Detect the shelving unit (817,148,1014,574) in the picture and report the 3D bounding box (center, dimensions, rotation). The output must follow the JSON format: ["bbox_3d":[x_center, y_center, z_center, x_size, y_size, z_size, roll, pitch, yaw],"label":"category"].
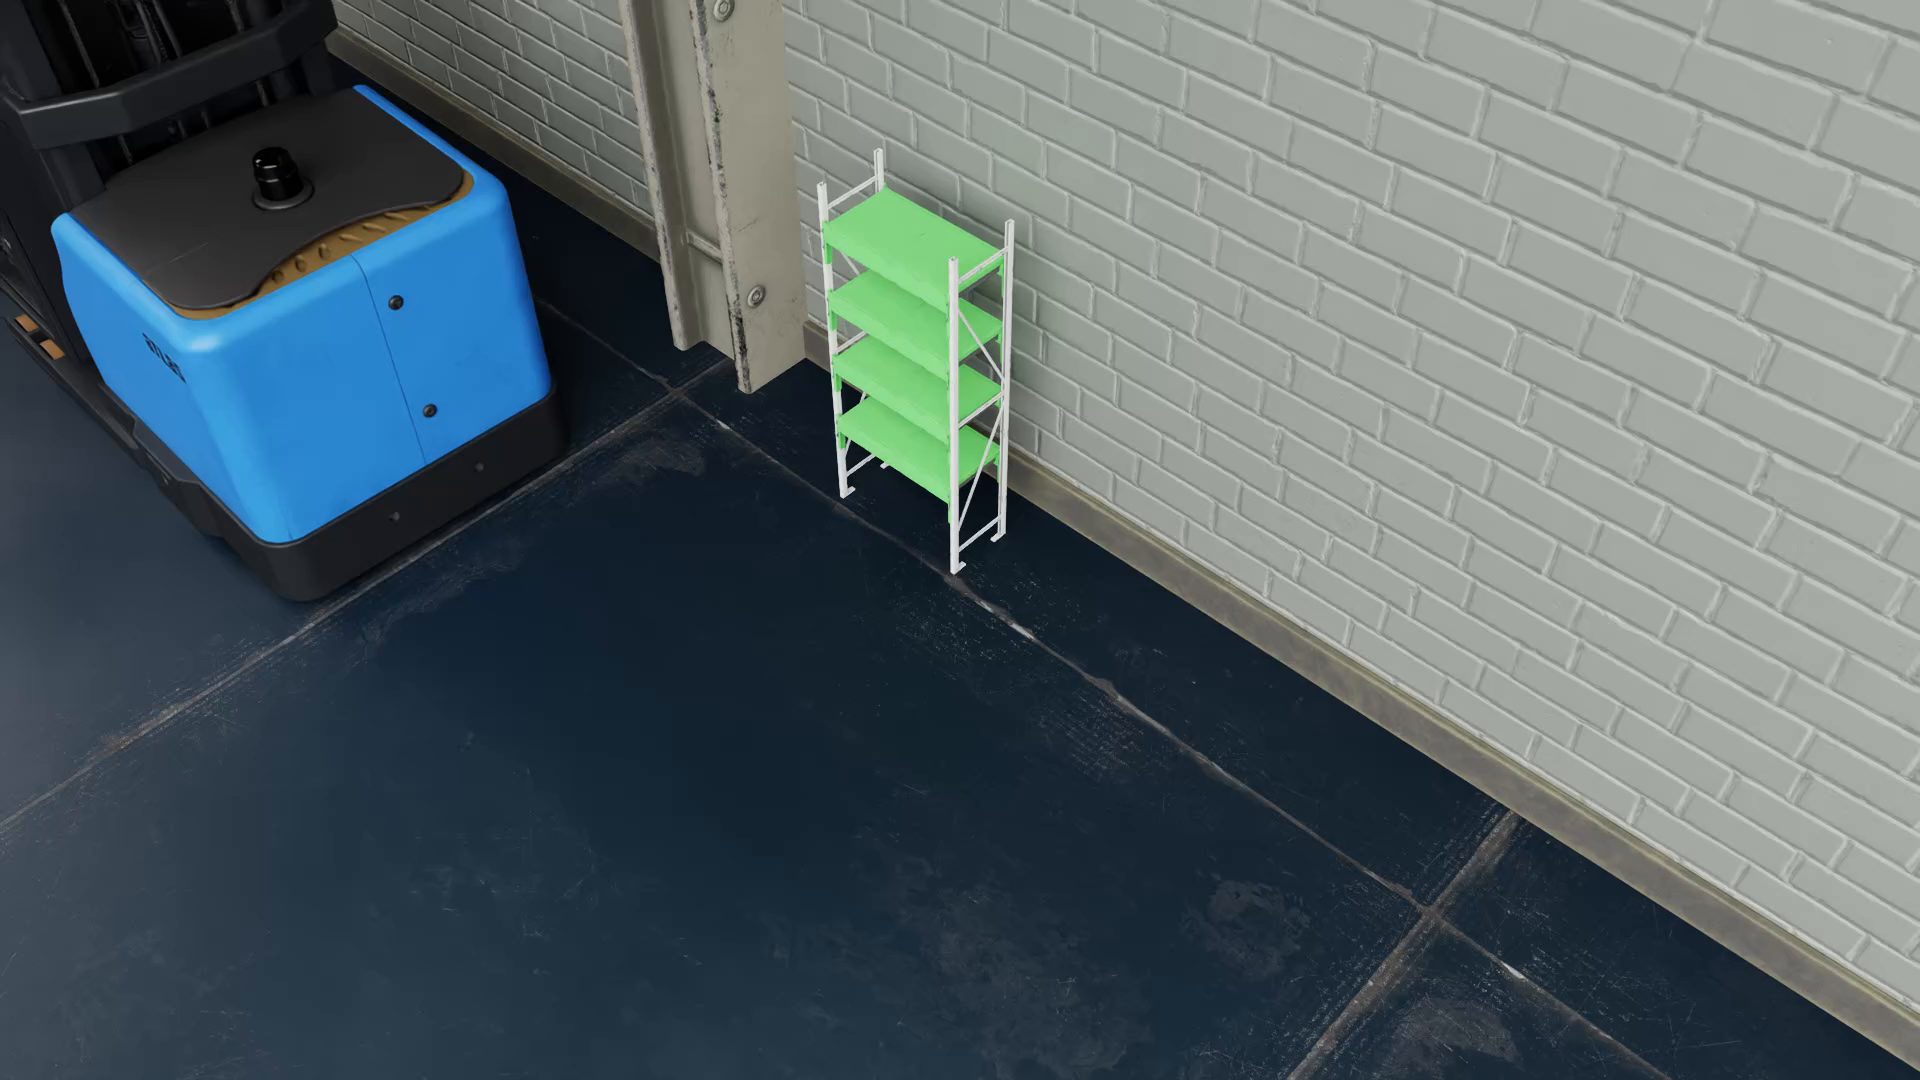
[{"bbox_3d":[-0.122,-0.493,4.889,0.503,1.200,0.258,34,55,28],"label":"shelving unit"}]

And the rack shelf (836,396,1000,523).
[{"bbox_3d":[-0.122,-0.285,5.111,0.480,0.148,0.258,34,55,28],"label":"rack shelf"}]

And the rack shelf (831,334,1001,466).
[{"bbox_3d":[-0.122,-0.449,4.936,0.480,0.148,0.258,34,55,28],"label":"rack shelf"}]

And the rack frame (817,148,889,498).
[{"bbox_3d":[-0.301,-0.613,5.003,0.015,1.200,0.240,34,55,28],"label":"rack frame"}]

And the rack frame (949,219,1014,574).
[{"bbox_3d":[0.058,-0.372,4.776,0.015,1.200,0.240,34,55,28],"label":"rack frame"}]

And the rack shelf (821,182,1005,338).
[{"bbox_3d":[-0.122,-0.777,4.586,0.480,0.148,0.258,34,55,28],"label":"rack shelf"}]

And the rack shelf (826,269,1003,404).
[{"bbox_3d":[-0.122,-0.613,4.761,0.480,0.148,0.258,34,55,28],"label":"rack shelf"}]

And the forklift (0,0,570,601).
[{"bbox_3d":[-2.681,-1.786,4.916,3.031,2.935,1.130,36,56,29],"label":"forklift"}]

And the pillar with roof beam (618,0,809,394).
[{"bbox_3d":[-3.689,-1.453,0.442,0.400,9.000,9.100,34,55,28],"label":"pillar with roof beam"}]
